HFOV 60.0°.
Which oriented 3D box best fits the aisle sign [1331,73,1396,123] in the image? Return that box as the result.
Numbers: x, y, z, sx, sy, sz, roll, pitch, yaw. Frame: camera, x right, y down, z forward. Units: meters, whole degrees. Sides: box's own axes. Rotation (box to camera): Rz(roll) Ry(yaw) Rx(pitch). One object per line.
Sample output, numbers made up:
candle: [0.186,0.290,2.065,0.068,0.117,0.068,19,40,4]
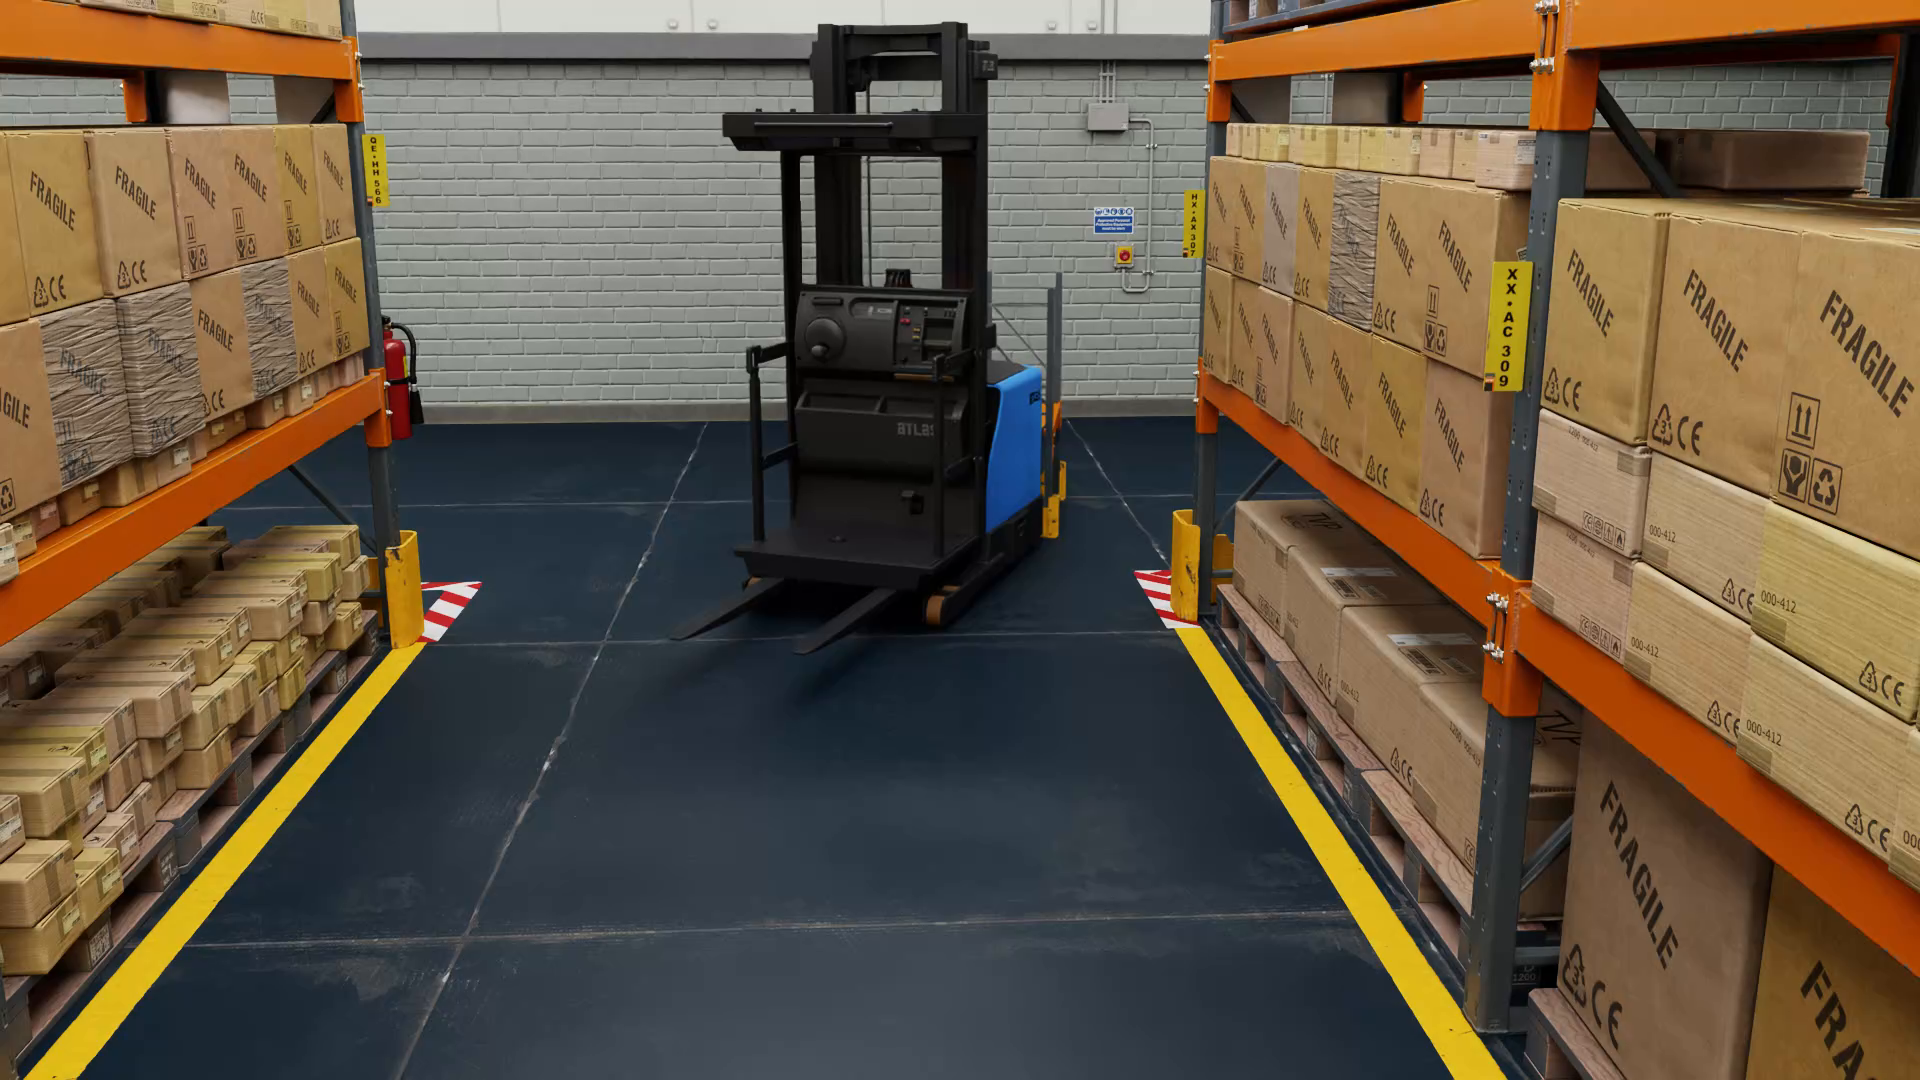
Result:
aisle sign: [1.996,-2.366,7.986,0.394,0.787,0.004,-1,14,-3]

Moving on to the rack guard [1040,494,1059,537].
rack guard: [0.309,-0.154,10.123,0.587,0.250,0.087,1,15,6]

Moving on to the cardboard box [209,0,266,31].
cardboard box: [-2.895,-2.004,6.075,0.500,0.250,0.500,0,14,-1]

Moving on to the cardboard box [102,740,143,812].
cardboard box: [-2.869,0.761,5.329,0.380,0.149,0.250,-2,15,-6]

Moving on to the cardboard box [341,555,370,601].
cardboard box: [-2.926,0.177,7.600,0.380,0.149,0.250,-1,14,-5]

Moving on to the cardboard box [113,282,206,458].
cardboard box: [-2.808,-0.556,5.372,0.500,0.500,0.500,-1,14,-5]

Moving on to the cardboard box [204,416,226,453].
cardboard box: [-2.917,-0.397,6.054,0.380,0.149,0.250,-1,14,-2]

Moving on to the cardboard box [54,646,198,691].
cardboard box: [-2.906,0.485,5.806,0.380,0.149,0.250,-1,15,-6]

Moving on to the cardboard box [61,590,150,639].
cardboard box: [-3.420,0.303,6.515,0.380,0.149,0.250,0,14,-1]

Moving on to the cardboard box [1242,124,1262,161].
cardboard box: [1.425,-1.708,7.137,0.380,0.149,0.250,0,14,-2]

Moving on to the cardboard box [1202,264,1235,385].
cardboard box: [1.434,-1.009,7.728,0.500,0.500,0.500,-1,14,-4]

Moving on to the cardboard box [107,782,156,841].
cardboard box: [-2.847,0.904,5.371,0.380,0.149,0.250,-1,14,-5]

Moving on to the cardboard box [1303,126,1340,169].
cardboard box: [1.490,-1.452,6.142,0.380,0.149,0.250,-1,14,-5]

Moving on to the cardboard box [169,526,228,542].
cardboard box: [-3.550,0.042,7.529,0.380,0.149,0.250,-2,15,-6]

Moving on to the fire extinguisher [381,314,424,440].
fire extinguisher: [-2.799,-0.835,8.154,0.296,0.674,0.183,-1,14,-3]

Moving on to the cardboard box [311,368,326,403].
cardboard box: [-2.933,-0.660,7.076,0.380,0.149,0.250,-1,14,-4]

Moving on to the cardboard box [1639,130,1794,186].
cardboard box: [2.146,-1.082,4.705,0.380,0.149,0.250,-1,14,-3]

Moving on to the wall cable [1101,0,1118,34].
wall cable: [1.057,-5.400,12.955,0.463,3.000,0.029,-1,14,-3]

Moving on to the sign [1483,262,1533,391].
sign: [1.385,-0.538,4.203,0.100,0.325,0.005,-1,14,-3]

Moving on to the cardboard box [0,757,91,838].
cardboard box: [-2.768,0.743,4.804,0.380,0.149,0.250,0,14,-1]

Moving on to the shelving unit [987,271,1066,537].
shelving unit: [0.360,-0.883,10.447,0.587,1.500,1.083,1,15,6]

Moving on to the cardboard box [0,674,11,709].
cardboard box: [-3.403,0.560,5.514,0.380,0.149,0.250,-2,15,-6]

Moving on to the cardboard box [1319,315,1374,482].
cardboard box: [1.571,-0.502,5.758,0.500,0.500,0.500,-1,14,-4]

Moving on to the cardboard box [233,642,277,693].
cardboard box: [-2.850,0.499,6.349,0.380,0.149,0.250,0,14,-1]

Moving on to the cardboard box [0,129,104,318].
cardboard box: [-2.828,-0.909,4.737,0.500,0.500,0.500,-1,14,-5]

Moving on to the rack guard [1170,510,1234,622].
rack guard: [1.689,0.120,8.556,1.175,0.500,0.348,-1,14,-3]

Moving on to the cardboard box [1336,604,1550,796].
cardboard box: [1.951,0.567,6.101,0.875,0.438,0.875,-1,14,-5]

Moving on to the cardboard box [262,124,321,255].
cardboard box: [-2.936,-1.424,6.735,0.500,0.500,0.500,-1,14,-5]

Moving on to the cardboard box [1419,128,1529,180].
cardboard box: [1.654,-1.200,5.162,0.380,0.149,0.250,-1,14,-4]

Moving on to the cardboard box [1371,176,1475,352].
cardboard box: [1.610,-0.862,5.148,0.500,0.500,0.500,-1,14,-4]

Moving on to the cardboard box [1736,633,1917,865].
cardboard box: [1.752,0.353,2.936,0.500,0.250,0.500,-1,14,-4]

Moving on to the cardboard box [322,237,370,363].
cardboard box: [-2.959,-1.068,7.358,0.500,0.500,0.500,-1,14,-2]

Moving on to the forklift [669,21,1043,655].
forklift: [-0.482,-1.093,8.391,1.130,2.935,3.031,5,15,19]

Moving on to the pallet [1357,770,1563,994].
pallet: [1.969,1.070,5.442,1.003,0.211,1.213,-1,14,-3]

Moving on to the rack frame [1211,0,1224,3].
rack frame: [1.691,-3.990,7.474,1.000,3.000,0.127,-1,14,-3]

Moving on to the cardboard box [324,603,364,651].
cardboard box: [-2.886,0.384,7.391,0.380,0.149,0.250,0,14,-2]

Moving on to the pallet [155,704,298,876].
pallet: [-3.151,0.892,6.137,1.003,0.211,1.213,-1,14,-3]

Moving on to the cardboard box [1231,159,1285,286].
cardboard box: [1.475,-1.365,7.104,0.500,0.500,0.500,-1,14,-5]

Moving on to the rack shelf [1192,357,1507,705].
rack shelf: [1.815,-0.239,6.378,1.077,0.370,4.000,-1,14,-3]

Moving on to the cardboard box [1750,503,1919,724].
cardboard box: [1.749,0.110,2.878,0.500,0.250,0.500,-1,14,-3]

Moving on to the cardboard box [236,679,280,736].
cardboard box: [-2.852,0.643,6.384,0.380,0.149,0.250,-1,14,-2]

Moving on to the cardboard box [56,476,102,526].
cardboard box: [-2.857,-0.138,5.048,0.380,0.149,0.250,-2,15,-6]

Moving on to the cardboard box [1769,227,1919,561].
cardboard box: [1.766,-0.258,2.800,0.500,0.500,0.500,-1,14,-5]

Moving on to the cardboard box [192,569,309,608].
cardboard box: [-2.904,0.225,6.816,0.380,0.149,0.250,-1,15,-6]
